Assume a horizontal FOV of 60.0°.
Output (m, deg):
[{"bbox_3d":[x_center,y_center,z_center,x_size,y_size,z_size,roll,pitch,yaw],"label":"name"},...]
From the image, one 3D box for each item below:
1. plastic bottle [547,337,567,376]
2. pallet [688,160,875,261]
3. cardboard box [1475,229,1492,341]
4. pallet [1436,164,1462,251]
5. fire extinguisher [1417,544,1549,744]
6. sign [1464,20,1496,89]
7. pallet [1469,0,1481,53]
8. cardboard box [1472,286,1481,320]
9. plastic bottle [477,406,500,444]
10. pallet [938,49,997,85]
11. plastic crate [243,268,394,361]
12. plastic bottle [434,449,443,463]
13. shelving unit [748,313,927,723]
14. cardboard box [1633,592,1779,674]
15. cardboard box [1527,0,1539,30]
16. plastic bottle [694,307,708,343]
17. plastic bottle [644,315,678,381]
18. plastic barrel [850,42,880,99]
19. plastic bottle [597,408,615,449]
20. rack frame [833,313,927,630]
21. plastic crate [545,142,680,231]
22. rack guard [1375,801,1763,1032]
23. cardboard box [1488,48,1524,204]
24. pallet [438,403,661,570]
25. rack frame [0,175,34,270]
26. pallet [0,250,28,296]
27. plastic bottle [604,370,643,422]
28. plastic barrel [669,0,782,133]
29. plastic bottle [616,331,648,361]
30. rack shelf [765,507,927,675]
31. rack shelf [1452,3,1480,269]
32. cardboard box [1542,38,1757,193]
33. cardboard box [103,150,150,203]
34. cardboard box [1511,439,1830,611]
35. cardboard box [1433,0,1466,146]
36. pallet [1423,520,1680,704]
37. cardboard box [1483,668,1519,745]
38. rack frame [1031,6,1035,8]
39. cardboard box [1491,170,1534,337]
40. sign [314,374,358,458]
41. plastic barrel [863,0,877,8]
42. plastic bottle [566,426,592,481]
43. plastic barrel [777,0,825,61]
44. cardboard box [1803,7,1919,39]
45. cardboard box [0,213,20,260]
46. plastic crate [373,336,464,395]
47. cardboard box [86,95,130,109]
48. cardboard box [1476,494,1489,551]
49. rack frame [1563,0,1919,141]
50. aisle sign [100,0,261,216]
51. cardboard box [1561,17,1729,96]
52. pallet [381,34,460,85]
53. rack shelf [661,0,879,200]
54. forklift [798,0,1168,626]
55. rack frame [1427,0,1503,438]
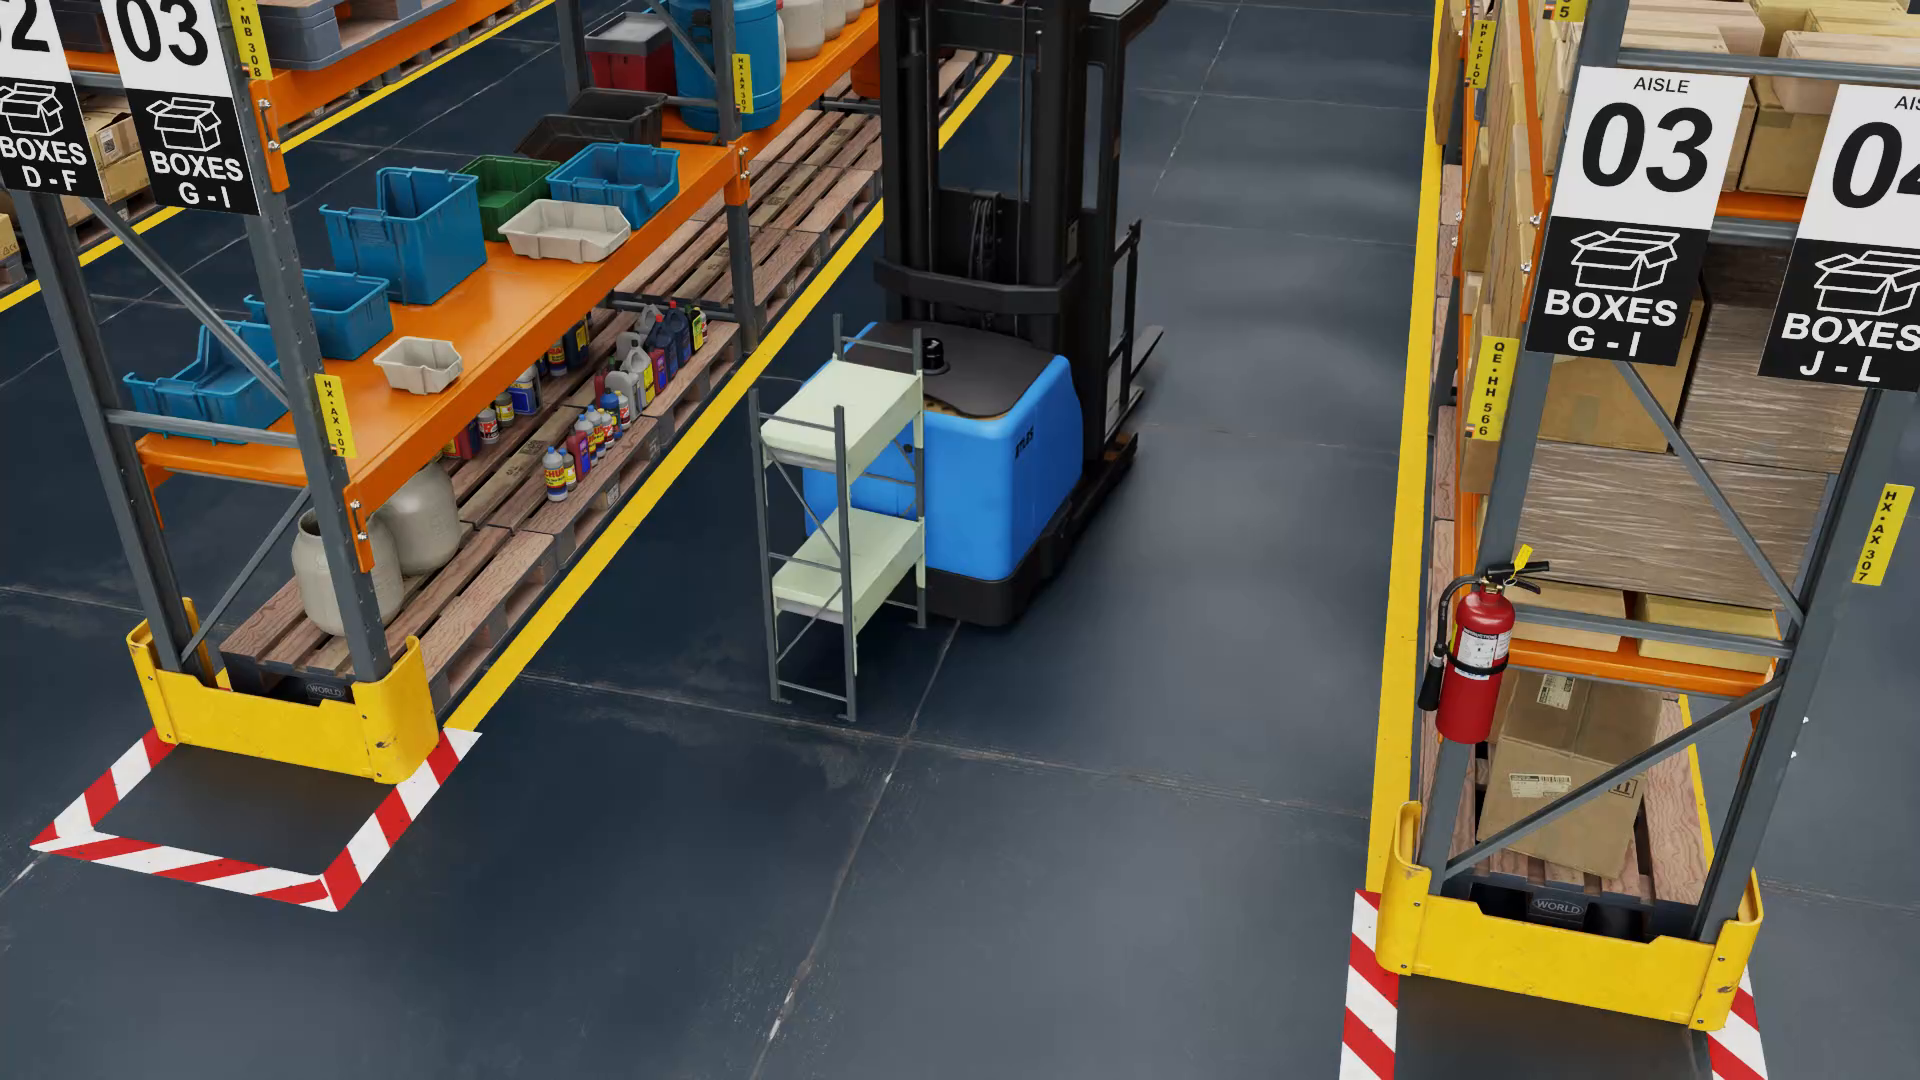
[{"bbox_3d":[-2.250,-1.053,9.243,0.097,0.271,0.097,0,32,0],"label":"plastic bottle"},{"bbox_3d":[-1.254,-2.344,11.740,1.003,0.211,1.213,8,33,12],"label":"pallet"},{"bbox_3d":[2.536,-0.959,6.593,0.875,0.500,0.500,8,33,12],"label":"cardboard box"},{"bbox_3d":[3.883,-2.292,11.659,1.003,0.211,1.213,8,33,12],"label":"pallet"},{"bbox_3d":[1.578,0.307,5.044,0.296,0.674,0.183,8,33,12],"label":"fire extinguisher"},{"bbox_3d":[2.530,-2.361,8.088,0.100,0.325,0.005,8,33,12],"label":"sign"},{"bbox_3d":[4.005,-3.409,10.995,1.213,0.211,1.003,8,33,12],"label":"pallet"},{"bbox_3d":[2.429,-0.970,7.214,0.380,0.149,0.250,8,33,12],"label":"cardboard box"},{"bbox_3d":[-2.445,-0.606,8.606,0.097,0.201,0.097,0,32,0],"label":"plastic bottle"},{"bbox_3d":[-0.237,-4.418,15.002,1.003,0.211,1.213,8,33,12],"label":"pallet"},{"bbox_3d":[-2.731,-0.971,7.120,0.499,0.251,0.408,8,33,12],"label":"plastic crate"},{"bbox_3d":[-2.684,-0.512,8.382,0.061,0.283,0.133,9,33,14],"label":"plastic bottle"},{"bbox_3d":[-0.483,-0.087,6.988,0.431,1.500,0.755,13,35,19],"label":"shelving unit"},{"bbox_3d":[2.355,0.268,5.267,0.380,0.149,0.250,8,33,12],"label":"cardboard box"},{"bbox_3d":[2.314,-1.996,5.938,0.500,0.250,0.500,7,33,12],"label":"cardboard box"},{"bbox_3d":[-1.514,-1.247,9.613,0.097,0.201,0.097,0,32,0],"label":"plastic bottle"},{"bbox_3d":[-1.657,-1.067,9.192,0.144,0.351,0.185,6,33,10],"label":"plastic bottle"},{"bbox_3d":[-0.601,-4.066,13.481,0.600,0.830,0.708,8,33,12],"label":"plastic barrel"},{"bbox_3d":[-1.839,-0.581,8.567,0.097,0.201,0.097,0,32,0],"label":"plastic bottle"},{"bbox_3d":[-0.342,-0.268,7.273,0.400,1.500,0.023,13,35,19],"label":"rack frame"},{"bbox_3d":[-1.742,-1.799,8.422,0.499,0.251,0.616,8,33,12],"label":"plastic crate"},{"bbox_3d":[2.072,1.293,5.750,1.175,0.500,0.348,8,33,12],"label":"rack guard"},{"bbox_3d":[2.454,-1.670,6.779,0.500,0.500,0.500,8,33,12],"label":"cardboard box"},{"bbox_3d":[-2.242,-0.318,8.553,1.003,0.211,1.213,8,33,12],"label":"pallet"},{"bbox_3d":[-6.514,-3.149,10.407,1.000,3.000,0.127,8,33,12],"label":"rack frame"},{"bbox_3d":[-6.756,-1.565,10.515,1.003,0.211,1.213,8,33,12],"label":"pallet"},{"bbox_3d":[-1.784,-0.784,8.817,0.152,0.276,0.135,9,33,13],"label":"plastic bottle"},{"bbox_3d":[-1.332,-2.843,9.460,0.600,0.901,0.708,8,33,12],"label":"plastic barrel"},{"bbox_3d":[-1.806,-1.043,9.223,0.152,0.276,0.135,8,33,12],"label":"plastic bottle"},{"bbox_3d":[-0.483,0.188,7.163,0.431,0.370,0.720,13,35,19],"label":"rack shelf"},{"bbox_3d":[3.575,-2.533,10.108,1.077,0.370,4.000,8,33,12],"label":"rack shelf"},{"bbox_3d":[1.929,-1.210,4.701,0.500,0.250,0.500,9,33,14],"label":"cardboard box"},{"bbox_3d":[-6.041,-2.607,11.726,0.500,0.250,0.500,9,33,14],"label":"cardboard box"},{"bbox_3d":[2.218,-0.172,5.354,0.875,0.500,0.500,8,33,12],"label":"cardboard box"},{"bbox_3d":[4.278,-3.510,12.564,1.225,0.875,0.875,7,33,10],"label":"cardboard box"},{"bbox_3d":[2.624,0.367,7.476,1.003,0.211,1.213,8,33,12],"label":"pallet"},{"bbox_3d":[2.346,0.518,6.577,0.500,0.500,0.500,17,36,25],"label":"cardboard box"},{"bbox_3d":[0.307,-6.624,15.874,1.000,3.000,0.127,8,33,12],"label":"rack frame"},{"bbox_3d":[2.074,-0.892,5.554,0.500,0.500,0.500,8,33,12],"label":"cardboard box"},{"bbox_3d":[-2.207,-0.437,5.883,0.100,0.325,0.005,8,33,12],"label":"sign"},{"bbox_3d":[-0.763,-4.033,11.693,0.421,0.512,0.421,0,32,0],"label":"plastic barrel"},{"bbox_3d":[-1.902,-0.450,8.283,0.061,0.283,0.133,9,33,13],"label":"plastic bottle"},{"bbox_3d":[-1.082,-3.377,10.640,0.433,0.535,0.433,0,32,0],"label":"plastic barrel"},{"bbox_3d":[2.505,-1.326,4.512,0.380,0.149,0.250,9,33,13],"label":"cardboard box"},{"bbox_3d":[-6.420,-1.895,10.607,0.500,0.250,0.500,8,33,12],"label":"cardboard box"},{"bbox_3d":[-2.200,-0.706,6.811,0.298,0.136,0.250,8,33,12],"label":"plastic crate"},{"bbox_3d":[-5.906,-3.111,11.996,0.500,0.311,0.500,7,33,11],"label":"cardboard box"},{"bbox_3d":[2.003,-0.059,5.781,0.380,0.149,0.250,8,33,12],"label":"cardboard box"},{"bbox_3d":[2.052,-2.254,3.408,1.000,3.000,0.127,8,33,12],"label":"rack frame"},{"bbox_3d":[-2.473,-1.417,5.260,0.394,0.787,0.004,8,33,12],"label":"aisle sign"},{"bbox_3d":[1.821,-1.280,4.440,0.380,0.149,0.250,8,33,12],"label":"cardboard box"},{"bbox_3d":[-5.272,-4.430,15.022,1.003,0.211,1.213,8,33,12],"label":"pallet"},{"bbox_3d":[-1.216,-3.207,11.169,1.077,0.370,4.000,8,33,12],"label":"rack shelf"},{"bbox_3d":[0.304,-1.626,8.076,1.130,2.935,3.031,13,35,19],"label":"forklift"},{"bbox_3d":[3.067,-1.798,8.283,1.000,3.000,0.127,8,33,12],"label":"rack frame"}]
